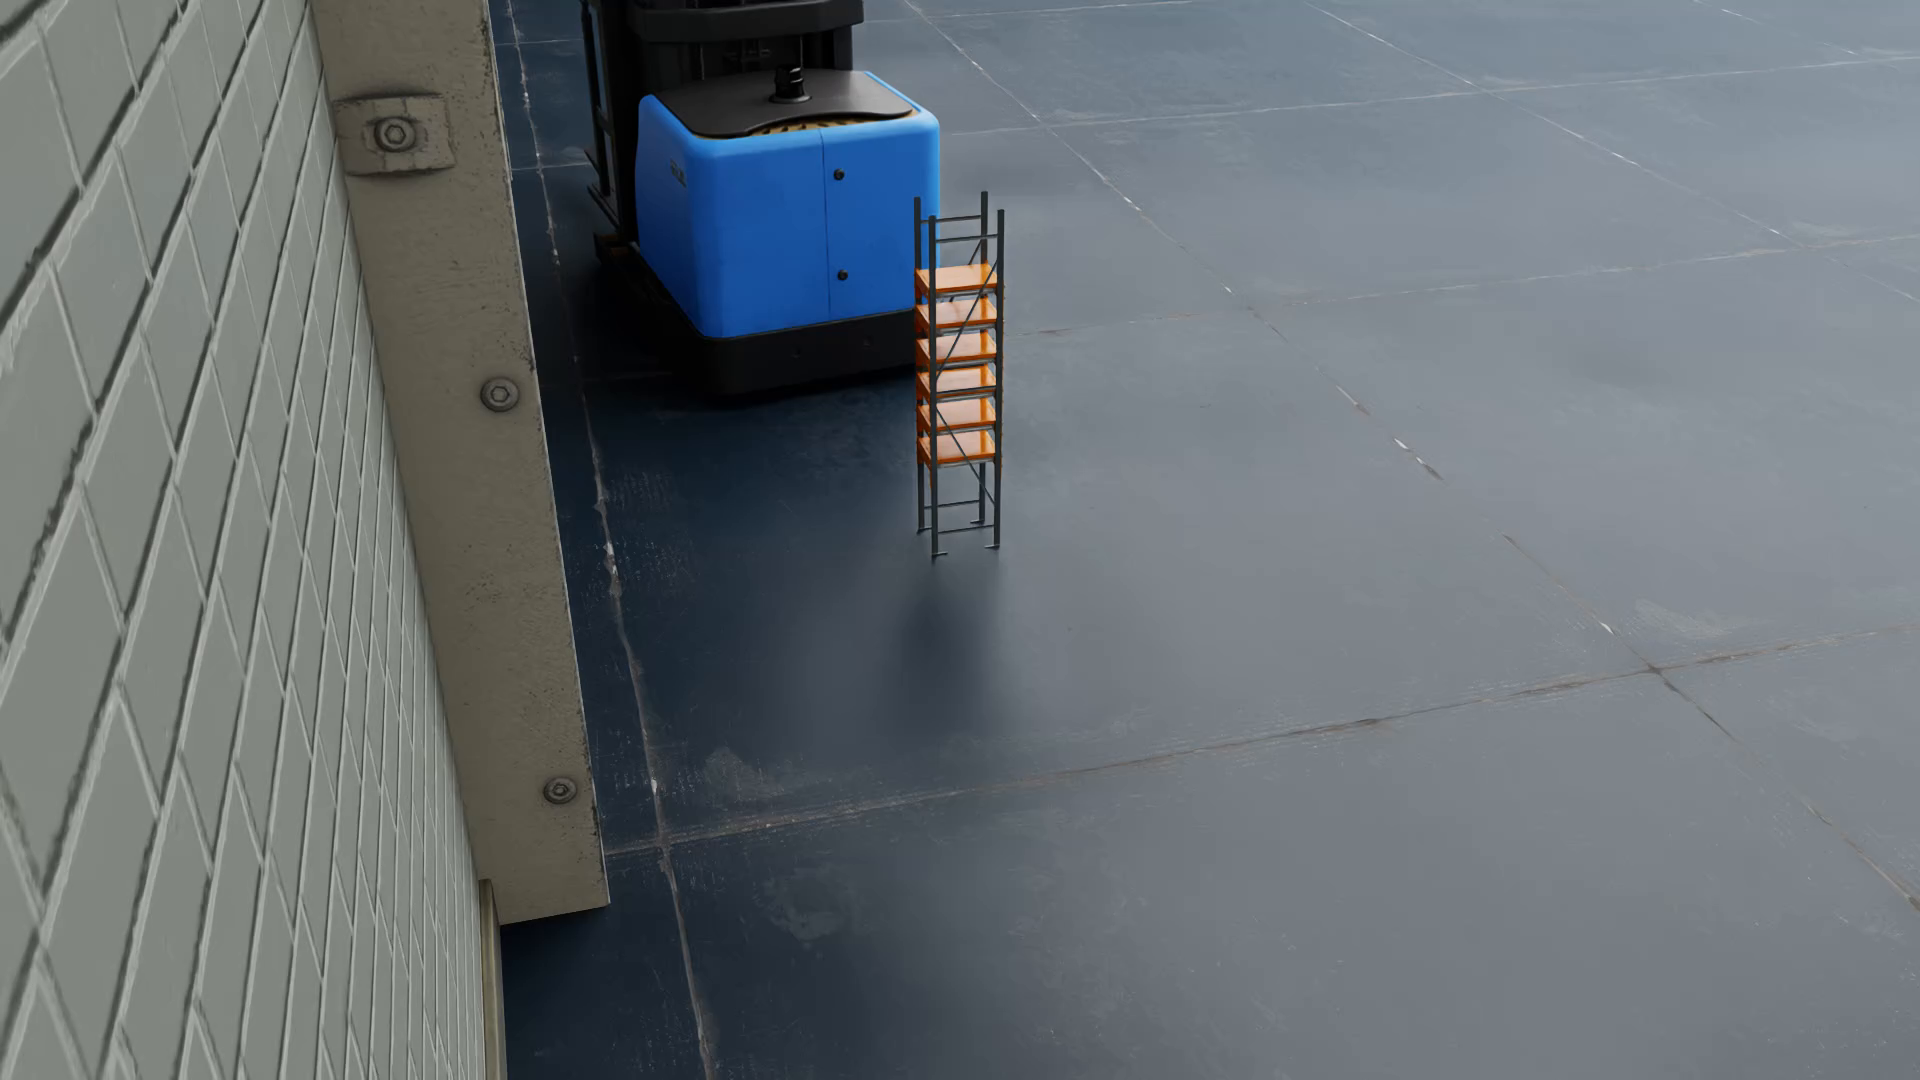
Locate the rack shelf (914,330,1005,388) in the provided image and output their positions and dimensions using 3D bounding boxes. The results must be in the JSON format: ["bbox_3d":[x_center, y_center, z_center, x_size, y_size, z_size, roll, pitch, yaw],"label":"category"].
[{"bbox_3d":[-0.004,-0.592,5.424,0.258,0.103,0.180,-8,31,-13],"label":"rack shelf"}]

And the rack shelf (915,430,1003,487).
[{"bbox_3d":[-0.004,-0.280,5.604,0.258,0.103,0.180,-8,31,-13],"label":"rack shelf"}]

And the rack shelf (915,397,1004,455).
[{"bbox_3d":[-0.004,-0.384,5.544,0.258,0.103,0.180,-8,31,-13],"label":"rack shelf"}]

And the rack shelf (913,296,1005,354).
[{"bbox_3d":[-0.004,-0.696,5.364,0.258,0.103,0.180,-8,31,-13],"label":"rack shelf"}]

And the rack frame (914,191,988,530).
[{"bbox_3d":[-0.028,-0.570,5.538,0.240,1.200,0.006,-8,31,-13],"label":"rack frame"}]

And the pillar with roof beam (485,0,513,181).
[{"bbox_3d":[1.480,-6.525,8.041,9.100,9.000,0.400,-8,31,-13],"label":"pillar with roof beam"}]

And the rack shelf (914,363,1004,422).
[{"bbox_3d":[-0.004,-0.488,5.484,0.258,0.103,0.180,-8,31,-13],"label":"rack shelf"}]

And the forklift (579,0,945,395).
[{"bbox_3d":[-1.111,-2.563,7.252,1.130,2.935,3.031,-12,32,-20],"label":"forklift"}]

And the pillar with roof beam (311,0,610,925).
[{"bbox_3d":[3.072,-3.628,3.034,9.100,9.000,0.400,-8,31,-13],"label":"pillar with roof beam"}]

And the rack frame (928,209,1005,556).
[{"bbox_3d":[0.020,-0.482,5.385,0.240,1.200,0.006,-8,31,-13],"label":"rack frame"}]

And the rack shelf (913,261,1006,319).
[{"bbox_3d":[-0.004,-0.799,5.303,0.258,0.103,0.180,-8,31,-13],"label":"rack shelf"}]

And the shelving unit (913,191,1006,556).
[{"bbox_3d":[-0.004,-0.526,5.462,0.258,1.200,0.189,-8,31,-13],"label":"shelving unit"}]
